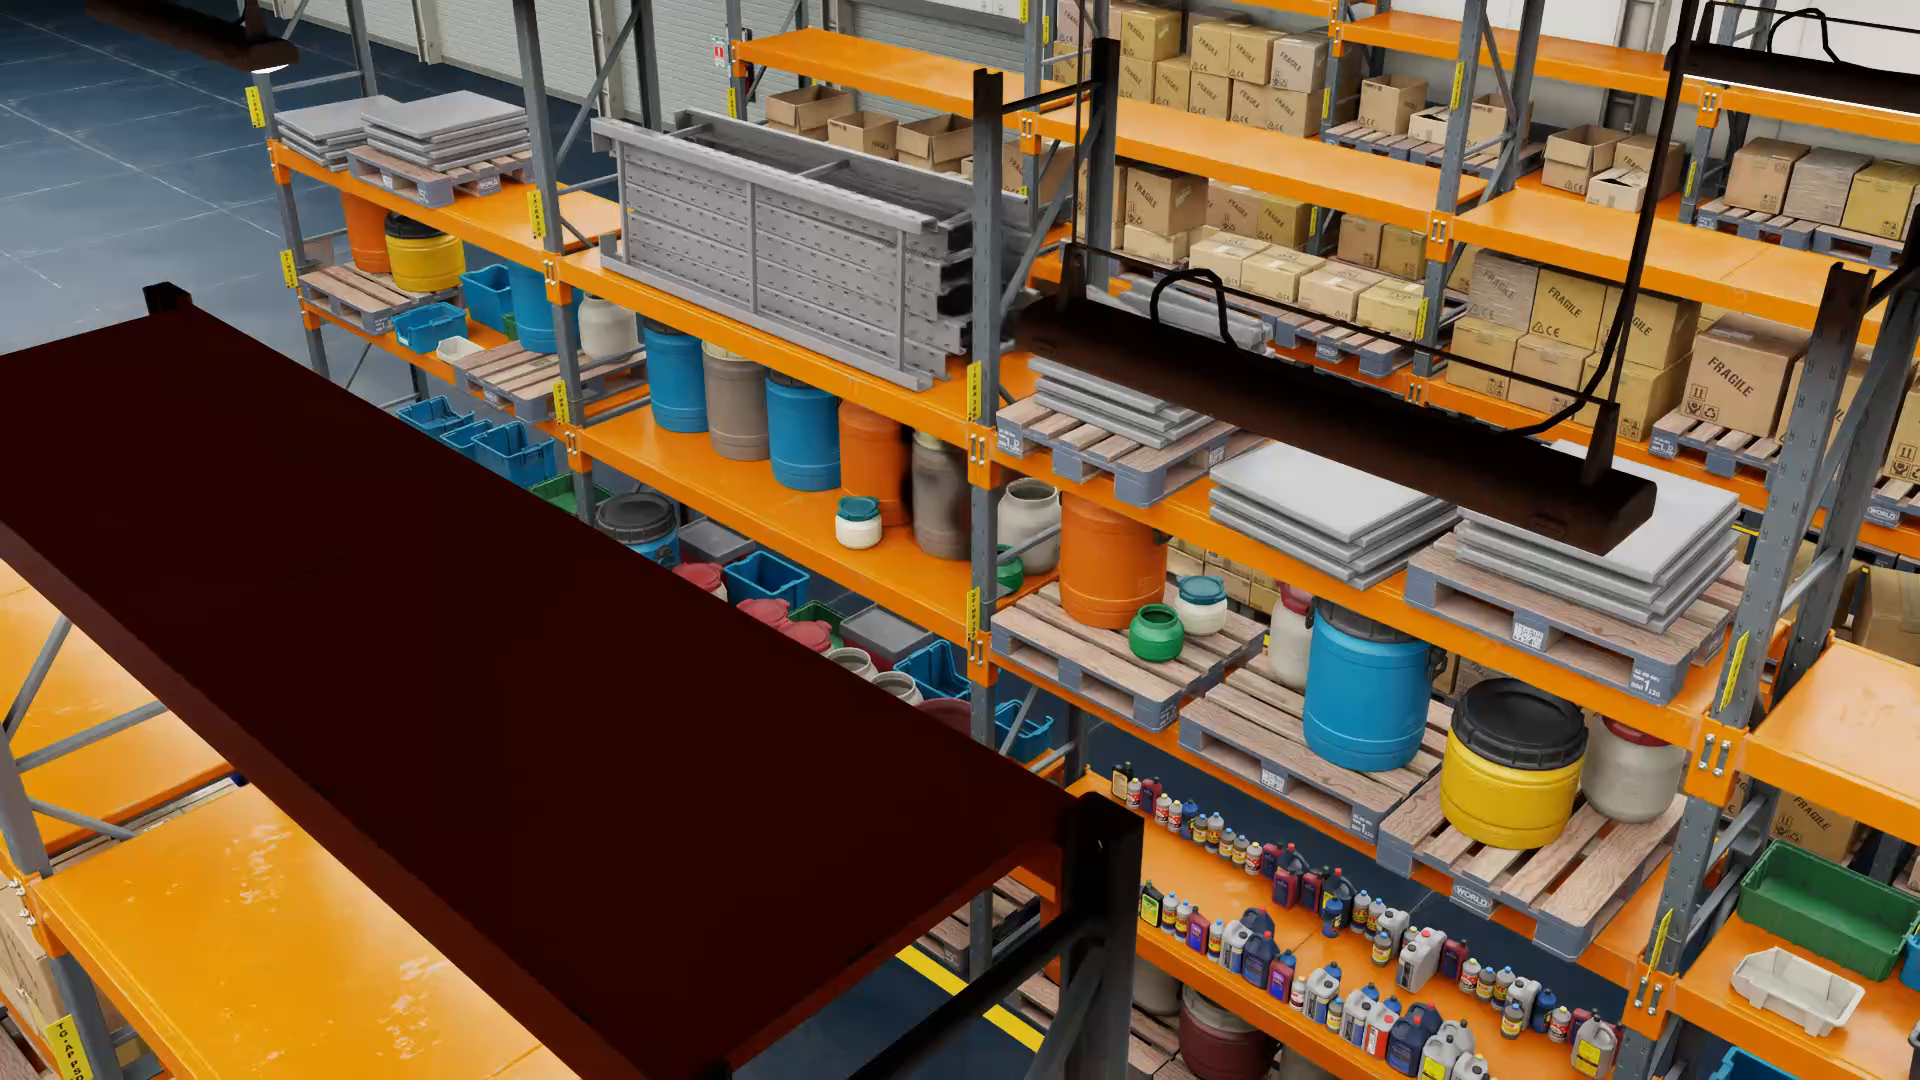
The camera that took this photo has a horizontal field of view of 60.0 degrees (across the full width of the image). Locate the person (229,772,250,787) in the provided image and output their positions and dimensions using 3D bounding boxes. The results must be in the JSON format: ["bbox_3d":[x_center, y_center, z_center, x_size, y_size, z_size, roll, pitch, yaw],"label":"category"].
[{"bbox_3d":[-4.437,1.884,10.941,0.569,1.512,1.066,-16,33,-26],"label":"person"}]
